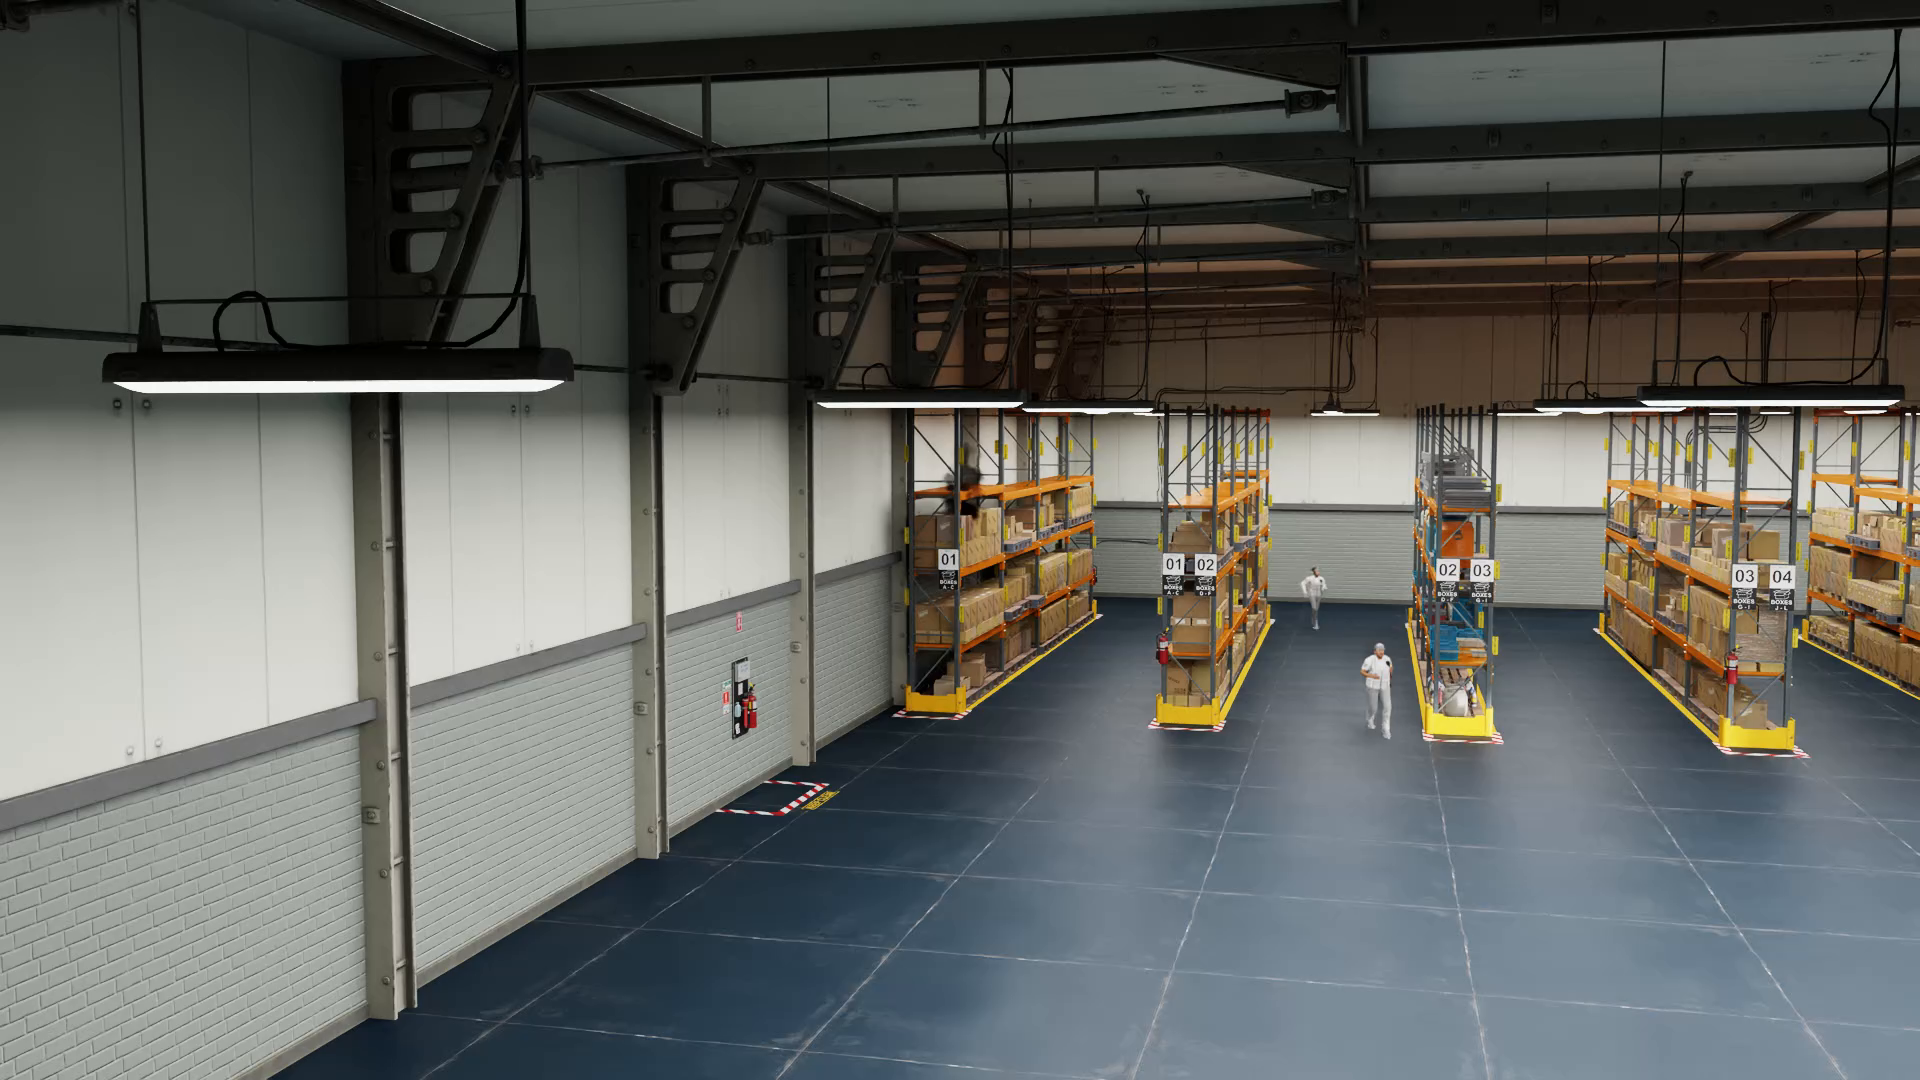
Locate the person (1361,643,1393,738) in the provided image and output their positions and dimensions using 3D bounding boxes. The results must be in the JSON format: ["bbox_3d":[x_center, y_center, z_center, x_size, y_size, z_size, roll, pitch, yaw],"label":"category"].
[{"bbox_3d":[7.593,2.705,30.229,0.635,1.676,0.901,0,4,-2],"label":"person"}]

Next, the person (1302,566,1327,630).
[{"bbox_3d":[9.684,1.569,45.433,0.627,1.736,0.845,-1,4,-9],"label":"person"}]

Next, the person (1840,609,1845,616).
[{"bbox_3d":[23.622,1.702,44.223,0.649,1.576,0.535,-3,5,-36],"label":"person"}]
